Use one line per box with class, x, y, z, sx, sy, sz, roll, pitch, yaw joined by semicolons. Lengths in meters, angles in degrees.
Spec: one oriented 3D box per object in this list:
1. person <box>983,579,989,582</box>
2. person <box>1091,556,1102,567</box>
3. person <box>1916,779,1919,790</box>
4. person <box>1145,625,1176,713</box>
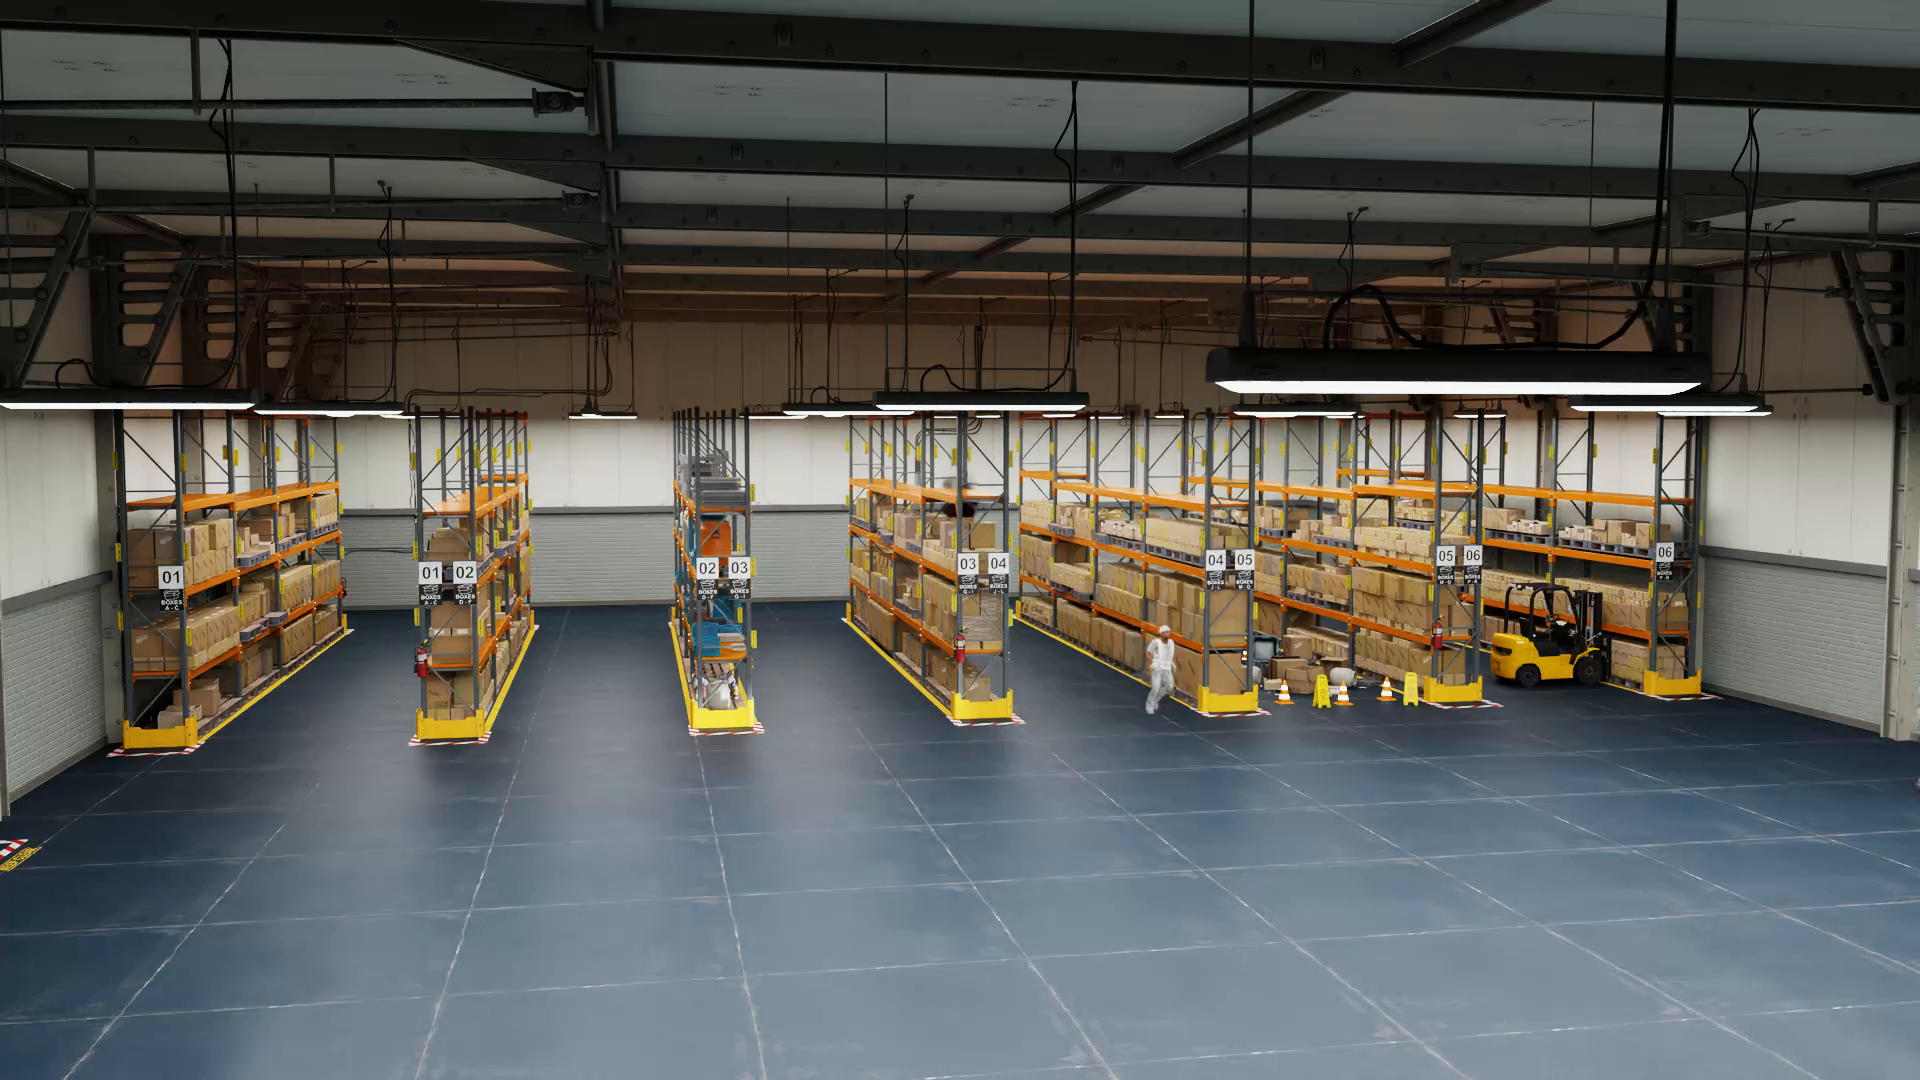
person;0.843;1.612;46.214;0.547;1.709;0.736;0;4;-4
person;3.971;1.374;48.667;0.662;1.851;0.792;-2;5;-27
person;14.854;3.082;25.076;0.731;1.780;0.639;3;5;39
person;3.997;2.541;32.675;0.743;1.717;0.523;-2;5;-26
